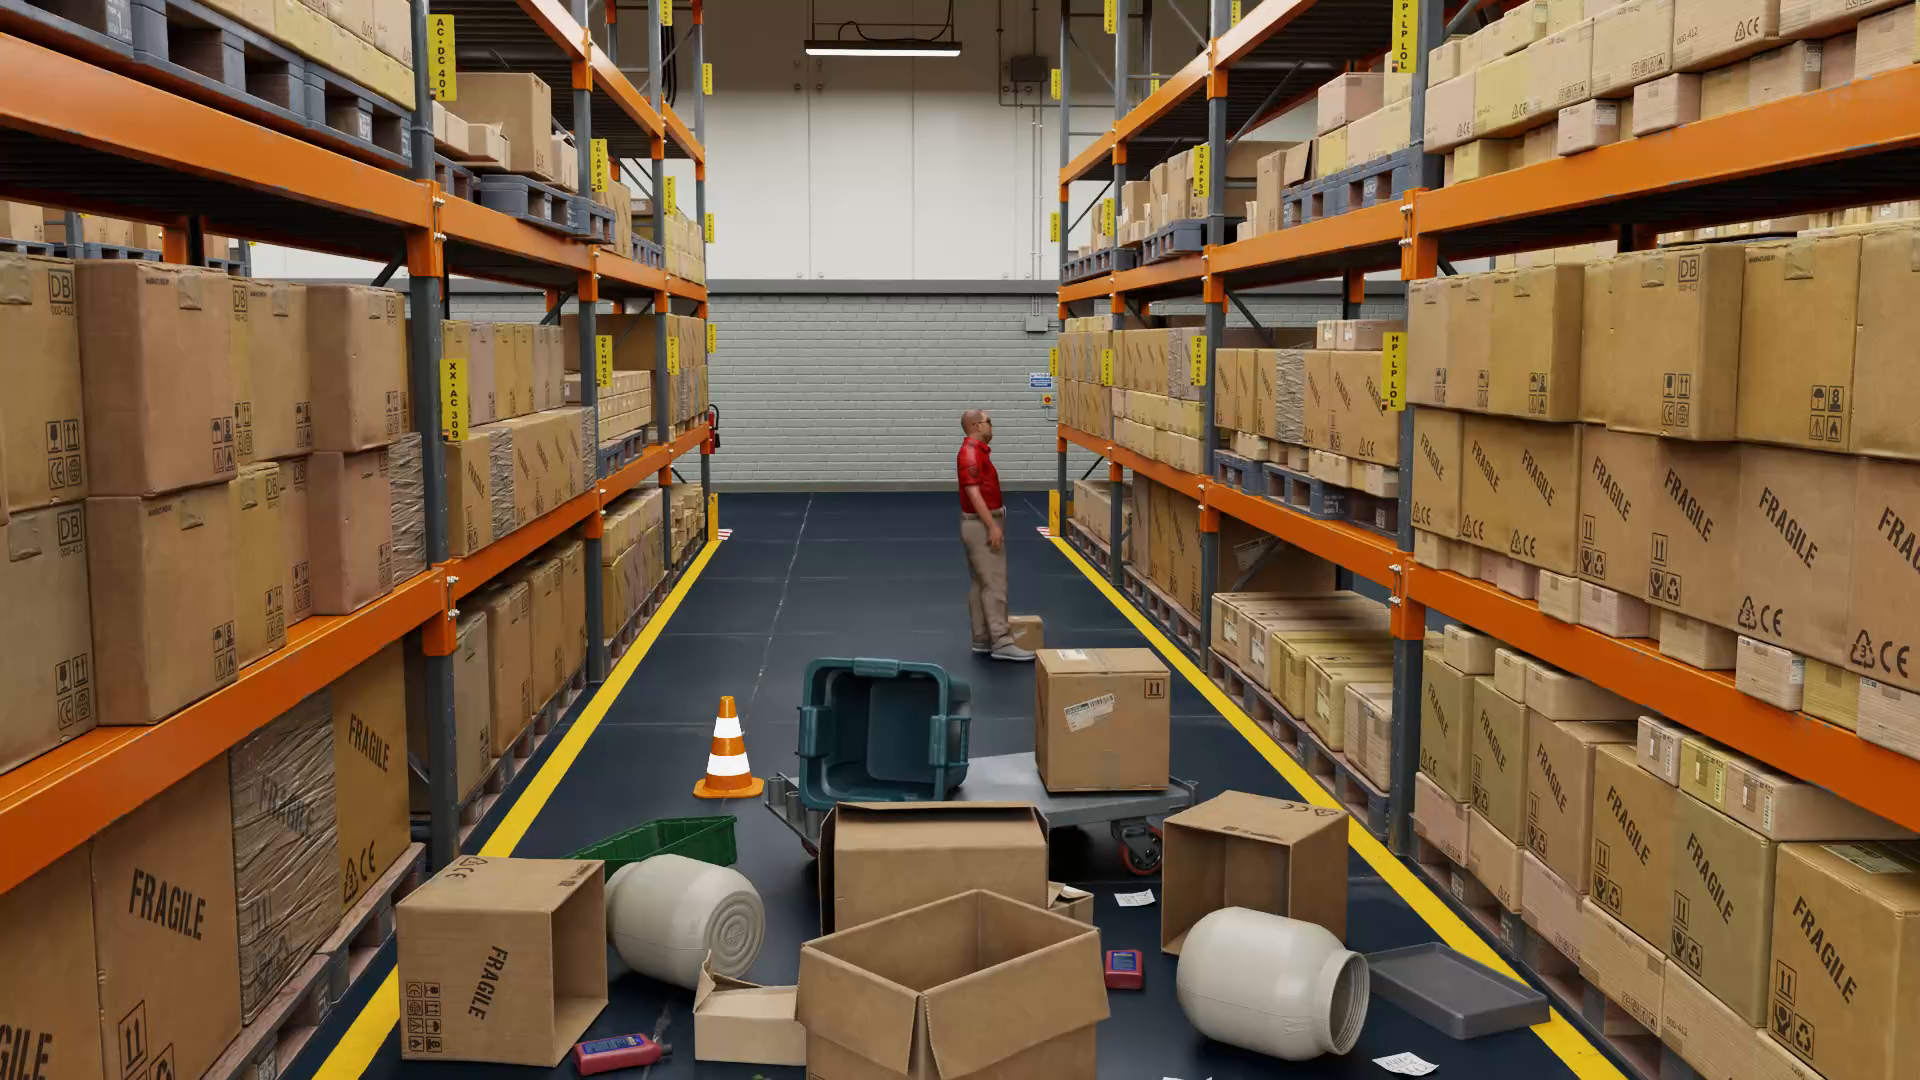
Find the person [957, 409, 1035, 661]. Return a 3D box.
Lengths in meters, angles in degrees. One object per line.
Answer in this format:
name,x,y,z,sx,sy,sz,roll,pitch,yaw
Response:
person,0.251,-0.053,11.678,0.551,1.727,0.635,0,7,-4
